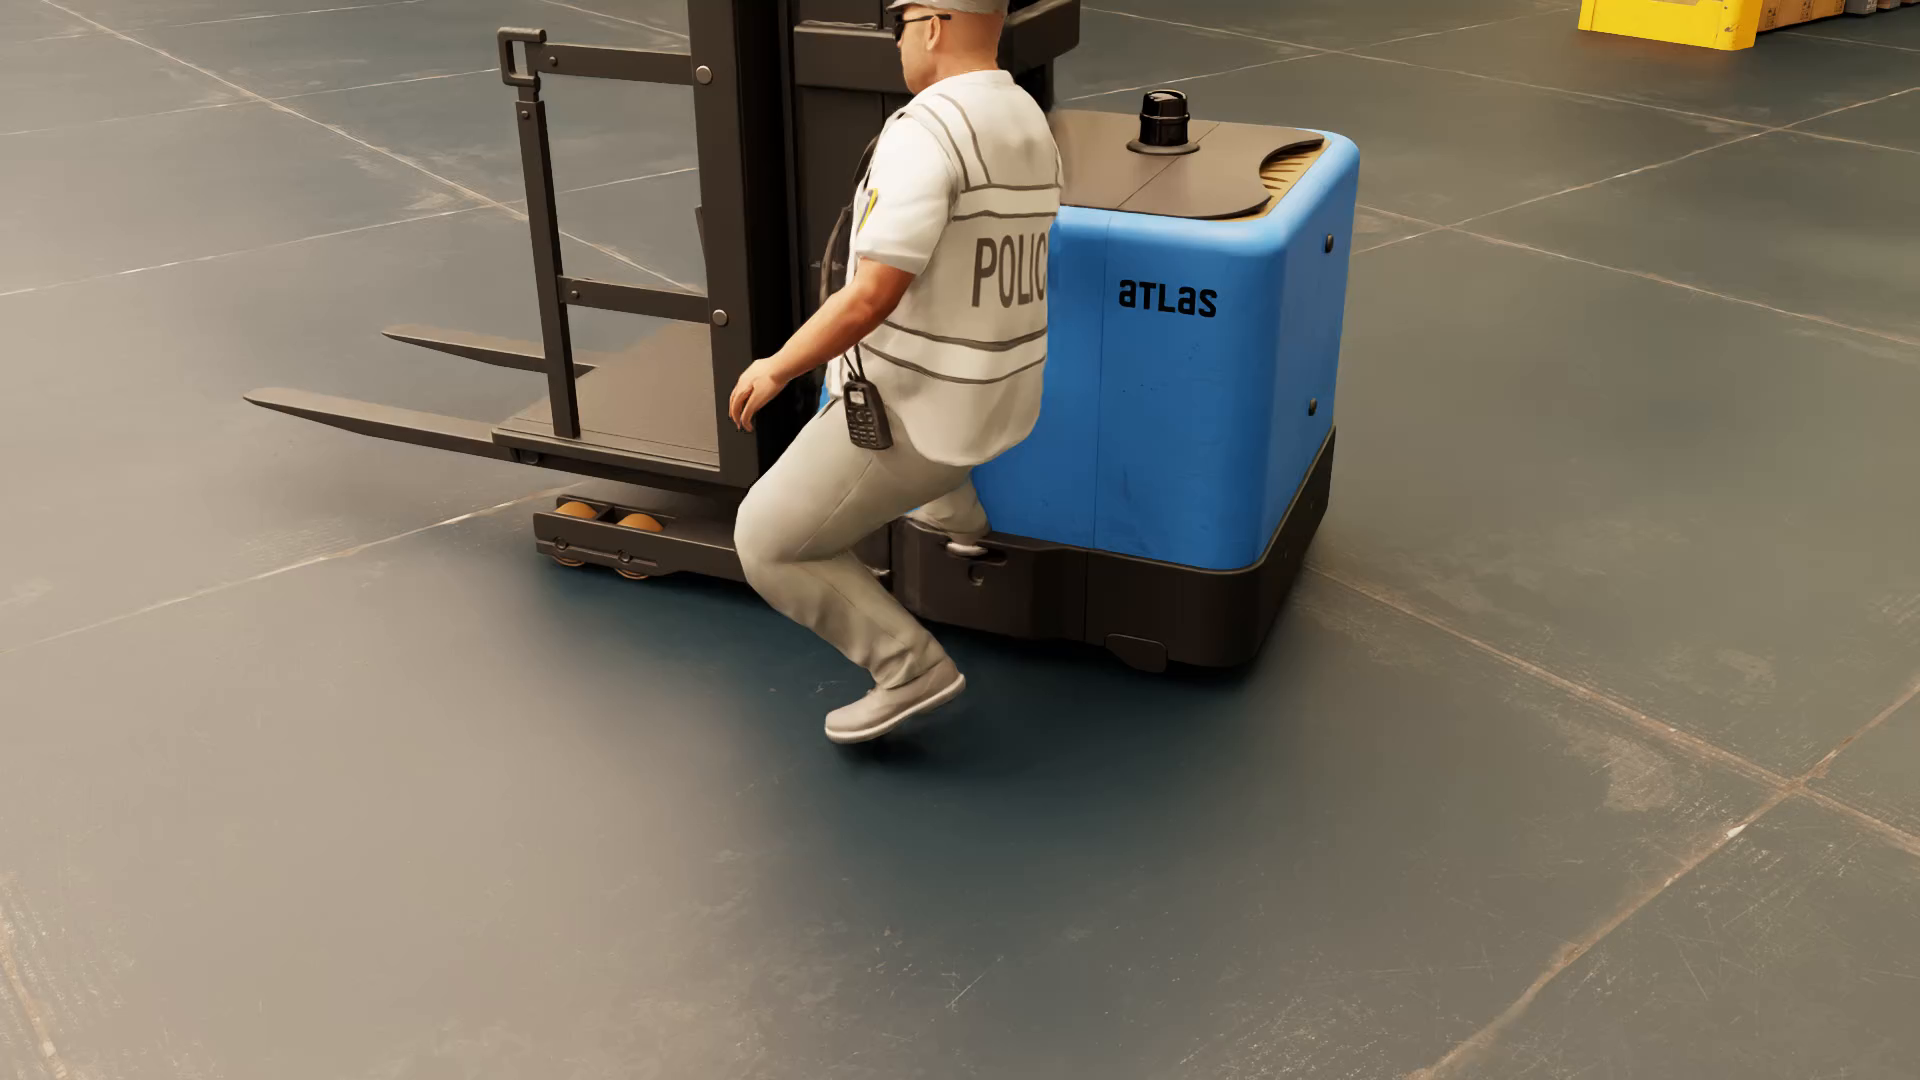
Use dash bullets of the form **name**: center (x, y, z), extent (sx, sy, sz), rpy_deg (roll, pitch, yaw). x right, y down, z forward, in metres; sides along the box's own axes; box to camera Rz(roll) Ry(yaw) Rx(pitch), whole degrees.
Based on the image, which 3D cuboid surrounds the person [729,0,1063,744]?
- **person**: center (-0.109, -0.366, 3.365), extent (0.637, 1.605, 0.819), rpy_deg (15, 30, 28)

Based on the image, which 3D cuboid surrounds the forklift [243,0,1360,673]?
- **forklift**: center (-0.565, -1.415, 4.056), extent (3.031, 2.935, 1.130), rpy_deg (10, 28, 20)
